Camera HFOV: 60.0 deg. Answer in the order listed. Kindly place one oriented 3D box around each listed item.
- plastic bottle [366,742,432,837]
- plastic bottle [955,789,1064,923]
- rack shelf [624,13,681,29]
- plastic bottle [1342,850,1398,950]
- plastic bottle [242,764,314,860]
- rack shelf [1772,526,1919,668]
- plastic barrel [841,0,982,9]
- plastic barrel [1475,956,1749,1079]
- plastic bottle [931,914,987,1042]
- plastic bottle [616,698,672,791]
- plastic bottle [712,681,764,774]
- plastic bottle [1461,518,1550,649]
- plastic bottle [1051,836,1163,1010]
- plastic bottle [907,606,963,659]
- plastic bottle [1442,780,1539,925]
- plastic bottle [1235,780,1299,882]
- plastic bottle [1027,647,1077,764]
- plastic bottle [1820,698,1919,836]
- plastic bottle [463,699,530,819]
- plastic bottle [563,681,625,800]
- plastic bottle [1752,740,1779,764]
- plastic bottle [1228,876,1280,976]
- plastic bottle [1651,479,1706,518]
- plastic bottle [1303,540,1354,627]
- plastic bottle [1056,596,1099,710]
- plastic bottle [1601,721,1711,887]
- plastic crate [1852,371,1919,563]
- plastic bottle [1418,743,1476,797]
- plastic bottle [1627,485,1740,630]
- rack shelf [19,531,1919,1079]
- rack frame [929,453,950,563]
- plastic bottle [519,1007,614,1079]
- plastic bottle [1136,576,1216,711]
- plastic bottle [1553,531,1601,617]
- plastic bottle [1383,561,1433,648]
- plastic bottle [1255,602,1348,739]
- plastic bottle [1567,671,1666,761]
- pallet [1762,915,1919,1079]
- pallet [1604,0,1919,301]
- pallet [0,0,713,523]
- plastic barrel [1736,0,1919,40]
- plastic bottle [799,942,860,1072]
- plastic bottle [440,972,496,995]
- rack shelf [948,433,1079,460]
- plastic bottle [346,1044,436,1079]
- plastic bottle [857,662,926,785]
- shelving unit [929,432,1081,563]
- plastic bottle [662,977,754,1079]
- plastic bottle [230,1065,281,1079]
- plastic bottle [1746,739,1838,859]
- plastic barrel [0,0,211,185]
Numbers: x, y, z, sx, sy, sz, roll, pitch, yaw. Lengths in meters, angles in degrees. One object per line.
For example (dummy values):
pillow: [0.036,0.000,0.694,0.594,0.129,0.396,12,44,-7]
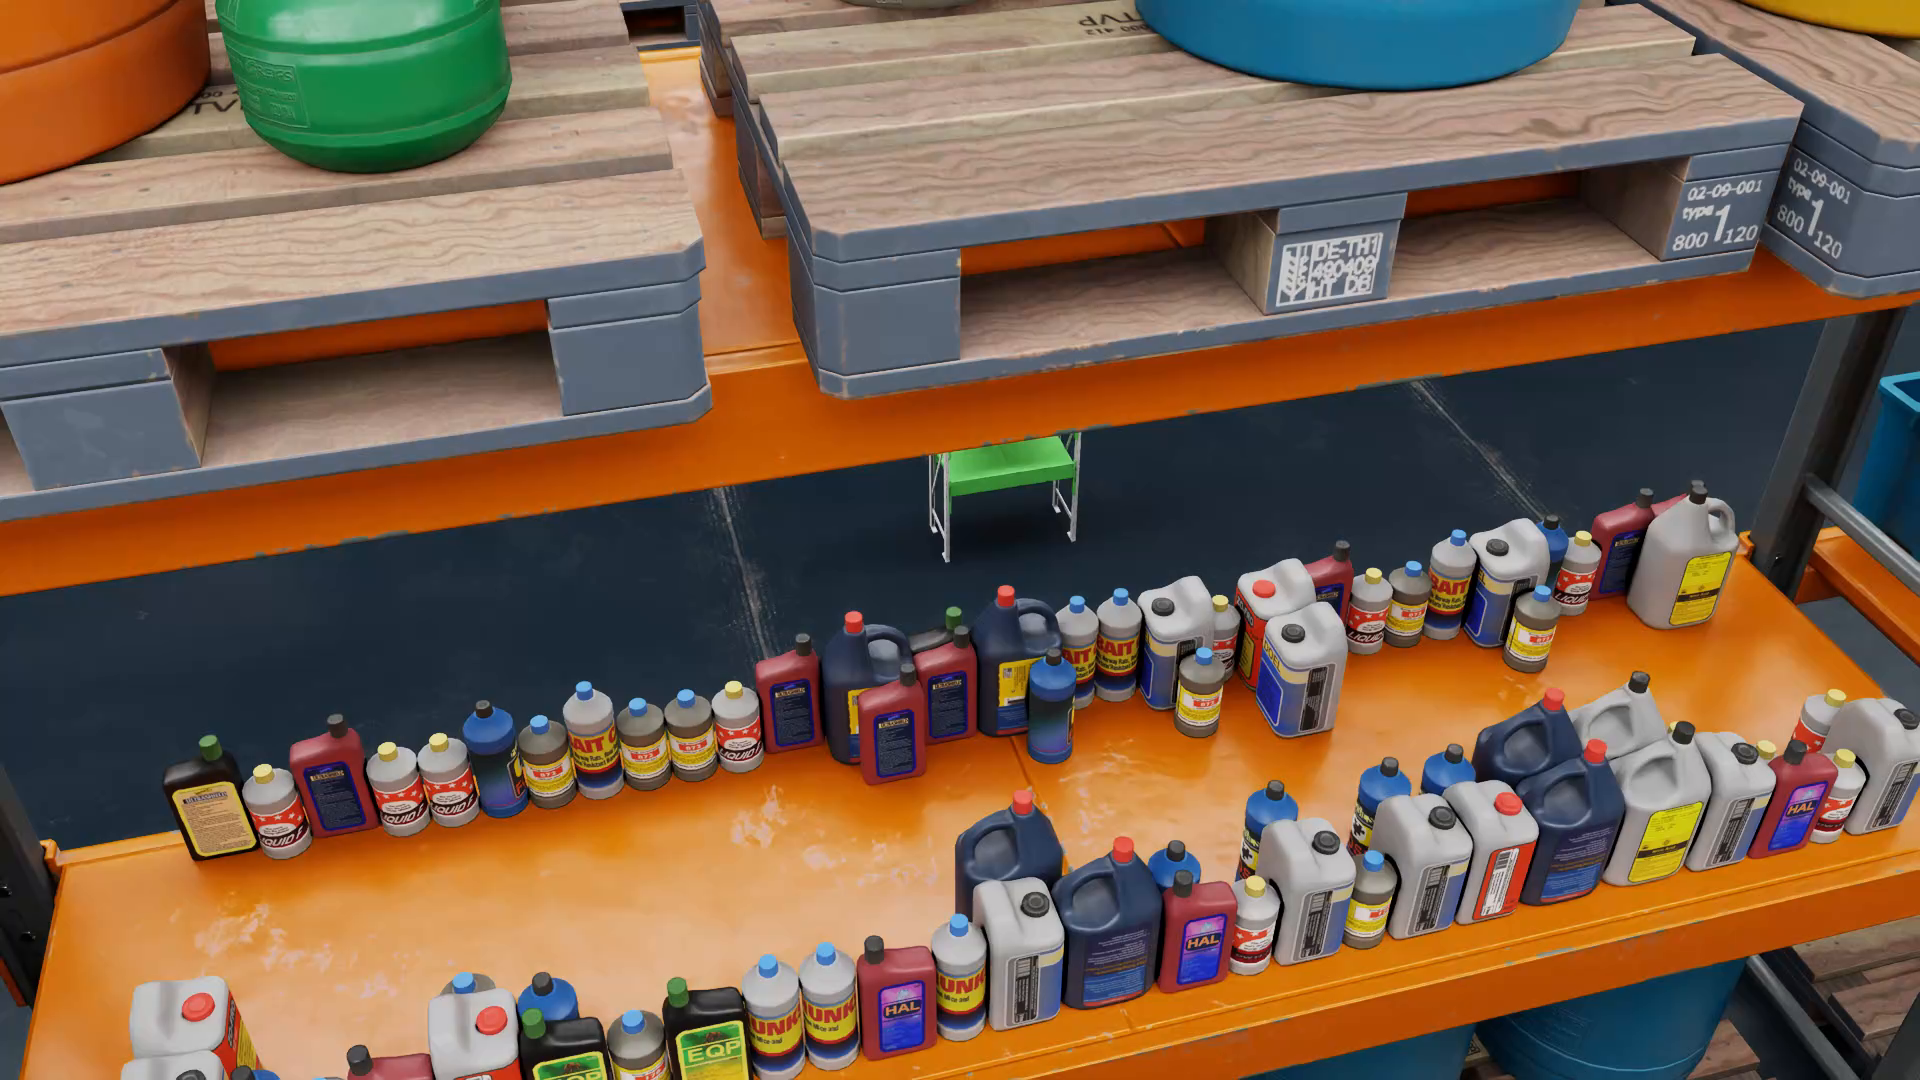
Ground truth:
plastic bottle: [-1.119,0.487,3.309,0.097,0.201,0.097,0,37,0]
plastic bottle: [0.089,0.596,3.042,0.185,0.351,0.144,-9,38,-12]
rack shelf: [-1.095,-2.171,7.211,4.000,0.370,1.077,-9,38,-12]
plastic bottle: [0.753,0.657,3.086,0.097,0.201,0.097,0,37,0]
plastic bottle: [-1.342,0.523,3.261,0.097,0.201,0.097,0,37,0]
rack shelf: [4.055,0.101,4.241,4.000,0.370,1.077,-9,38,-12]
plastic barrel: [-0.065,-1.015,2.182,0.433,0.535,0.433,0,37,0]
plastic barrel: [1.594,0.875,4.018,0.708,0.901,0.600,-9,38,-12]
plastic bottle: [-0.002,0.753,2.903,0.097,0.271,0.097,0,37,0]
plastic bottle: [-0.650,0.410,3.409,0.097,0.201,0.097,0,37,0]
plastic bottle: [-0.462,0.379,3.450,0.097,0.201,0.097,0,37,0]
plastic bottle: [1.224,0.090,3.766,0.135,0.276,0.152,-9,38,-12]
plastic bottle: [0.258,0.664,2.954,0.185,0.351,0.144,-9,38,-12]
plastic bottle: [-0.048,0.267,3.529,0.133,0.283,0.061,-9,38,-12]
plastic bottle: [0.988,0.572,3.136,0.135,0.276,0.152,-9,38,-12]
plastic bottle: [0.584,0.561,3.153,0.097,0.271,0.097,0,37,0]
plastic bottle: [0.190,0.335,3.450,0.097,0.271,0.097,0,37,0]
plastic bottle: [1.828,0.434,3.316,0.135,0.276,0.152,-9,38,-12]
plastic bottle: [-0.932,0.428,3.328,0.097,0.271,0.097,0,37,0]
plastic bottle: [-0.744,0.397,3.368,0.097,0.271,0.097,0,37,0]
plastic bottle: [1.578,0.483,3.313,0.097,0.201,0.097,0,37,0]
plastic bottle: [0.530,0.694,3.038,0.097,0.201,0.097,0,37,0]
plastic bottle: [1.659,-0.013,3.895,0.133,0.283,0.061,-9,38,-12]
plastic bottle: [0.801,0.127,3.711,0.133,0.283,0.061,-9,38,-12]
plastic bottle: [0.247,0.235,3.580,0.097,0.271,0.097,0,37,0]
plastic bottle: [1.322,0.490,3.182,0.185,0.351,0.144,-9,38,-12]
plastic crate: [2.486,-0.159,3.953,0.575,0.384,0.392,-9,38,-12]
plastic bottle: [0.938,0.503,3.229,0.097,0.271,0.097,0,37,0]
plastic bottle: [1.661,0.024,3.790,0.185,0.351,0.144,-9,38,-12]
rack shelf: [0.193,0.735,3.412,4.000,0.370,1.077,-9,38,-12]
rack frame: [-0.076,-0.464,5.869,0.015,1.200,0.240,-9,38,-12]
plastic bottle: [-0.648,0.866,2.745,0.133,0.283,0.061,-9,38,-12]
plastic bottle: [0.460,0.215,3.602,0.135,0.276,0.152,-9,38,-12]
plastic bottle: [1.423,0.069,3.854,0.097,0.201,0.097,0,37,0]
plastic bottle: [1.011,0.137,3.766,0.097,0.201,0.097,0,37,0]
plastic bottle: [0.723,0.268,3.533,0.135,0.276,0.152,-9,38,-12]
plastic bottle: [1.284,0.405,3.292,0.185,0.351,0.144,-9,38,-12]
pallet: [2.824,1.101,4.637,1.213,0.211,1.003,-9,38,-12]
pallet: [1.393,-0.802,2.517,1.003,0.211,1.213,-9,38,-12]
pallet: [-0.974,-0.414,2.009,1.213,0.211,1.003,-9,38,-12]
plastic barrel: [1.296,-1.037,2.167,0.600,0.588,0.600,0,37,0]
plastic bottle: [-0.224,0.790,2.855,0.097,0.271,0.097,0,37,0]
plastic bottle: [-0.840,0.823,2.869,0.097,0.201,0.097,0,37,0]
rack shelf: [0.160,-0.452,5.959,0.480,0.148,0.258,-9,38,-12]
plastic bottle: [-0.906,0.908,2.690,0.133,0.283,0.061,-9,38,-12]
plastic bottle: [-0.139,0.372,3.390,0.133,0.283,0.061,-9,38,-12]
shelving unit: [0.160,-0.503,5.920,0.503,1.200,0.258,-9,38,-12]
plastic bottle: [-0.425,0.829,2.793,0.133,0.283,0.061,-9,38,-12]
plastic bottle: [-1.117,0.936,2.663,0.097,0.271,0.097,0,37,0]
plastic bottle: [1.616,0.494,3.231,0.133,0.283,0.061,-9,38,-12]
plastic barrel: [-1.189,-0.851,1.725,0.708,0.830,0.600,-9,38,-12]
